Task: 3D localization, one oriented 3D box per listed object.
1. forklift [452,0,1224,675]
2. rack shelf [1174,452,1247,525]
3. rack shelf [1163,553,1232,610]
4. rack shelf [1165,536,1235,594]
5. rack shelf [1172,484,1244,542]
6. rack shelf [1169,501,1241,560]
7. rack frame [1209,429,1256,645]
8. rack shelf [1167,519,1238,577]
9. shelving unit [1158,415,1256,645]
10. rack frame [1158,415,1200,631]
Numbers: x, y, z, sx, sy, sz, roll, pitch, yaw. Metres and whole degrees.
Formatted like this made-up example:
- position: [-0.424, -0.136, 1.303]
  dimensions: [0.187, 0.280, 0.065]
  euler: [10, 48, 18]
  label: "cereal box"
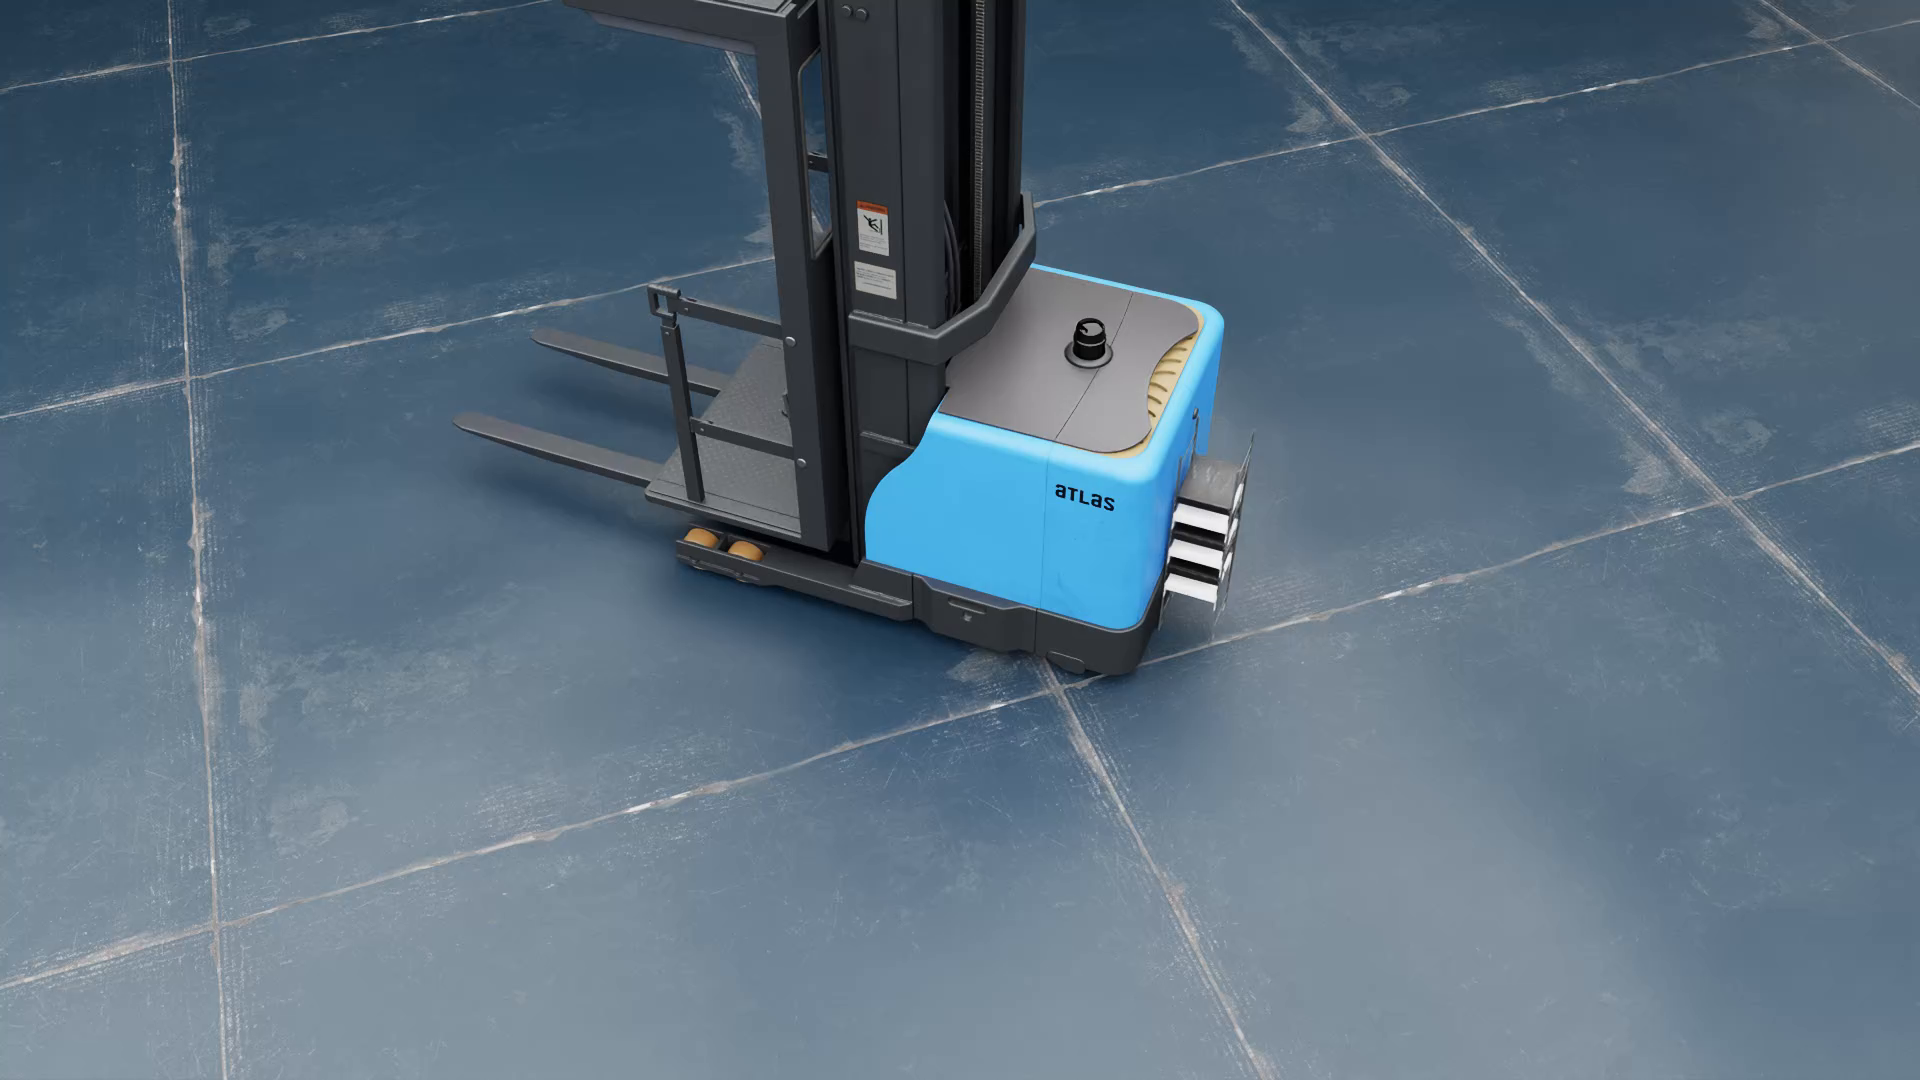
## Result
- position: [-0.587, -1.198, 5.874]
  dimensions: [3.031, 2.935, 1.130]
  euler: [16, 47, 15]
  label: "forklift"
- position: [0.902, -0.188, 5.968]
  dimensions: [0.200, 0.077, 0.258]
  euler: [16, 47, 15]
  label: "rack shelf"
- position: [0.902, 0.130, 6.287]
  dimensions: [0.200, 0.077, 0.258]
  euler: [16, 47, 15]
  label: "rack shelf"
- position: [0.902, 0.066, 6.223]
  dimensions: [0.200, 0.077, 0.258]
  euler: [16, 47, 15]
  label: "rack shelf"
- position: [0.902, -0.125, 6.032]
  dimensions: [0.200, 0.077, 0.258]
  euler: [16, 47, 15]
  label: "rack shelf"
- position: [0.902, -0.061, 6.095]
  dimensions: [0.200, 0.077, 0.258]
  euler: [16, 47, 15]
  label: "rack shelf"
- position: [0.997, 0.005, 6.109]
  dimensions: [0.006, 0.900, 0.240]
  euler: [16, 47, 15]
  label: "rack frame"
- position: [0.902, 0.003, 6.159]
  dimensions: [0.200, 0.077, 0.258]
  euler: [16, 47, 15]
  label: "rack shelf"
- position: [0.902, -0.021, 6.136]
  dimensions: [0.210, 0.900, 0.258]
  euler: [16, 47, 15]
  label: "shelving unit"
- position: [0.807, -0.047, 6.162]
  dimensions: [0.006, 0.900, 0.240]
  euler: [16, 47, 15]
  label: "rack frame"
